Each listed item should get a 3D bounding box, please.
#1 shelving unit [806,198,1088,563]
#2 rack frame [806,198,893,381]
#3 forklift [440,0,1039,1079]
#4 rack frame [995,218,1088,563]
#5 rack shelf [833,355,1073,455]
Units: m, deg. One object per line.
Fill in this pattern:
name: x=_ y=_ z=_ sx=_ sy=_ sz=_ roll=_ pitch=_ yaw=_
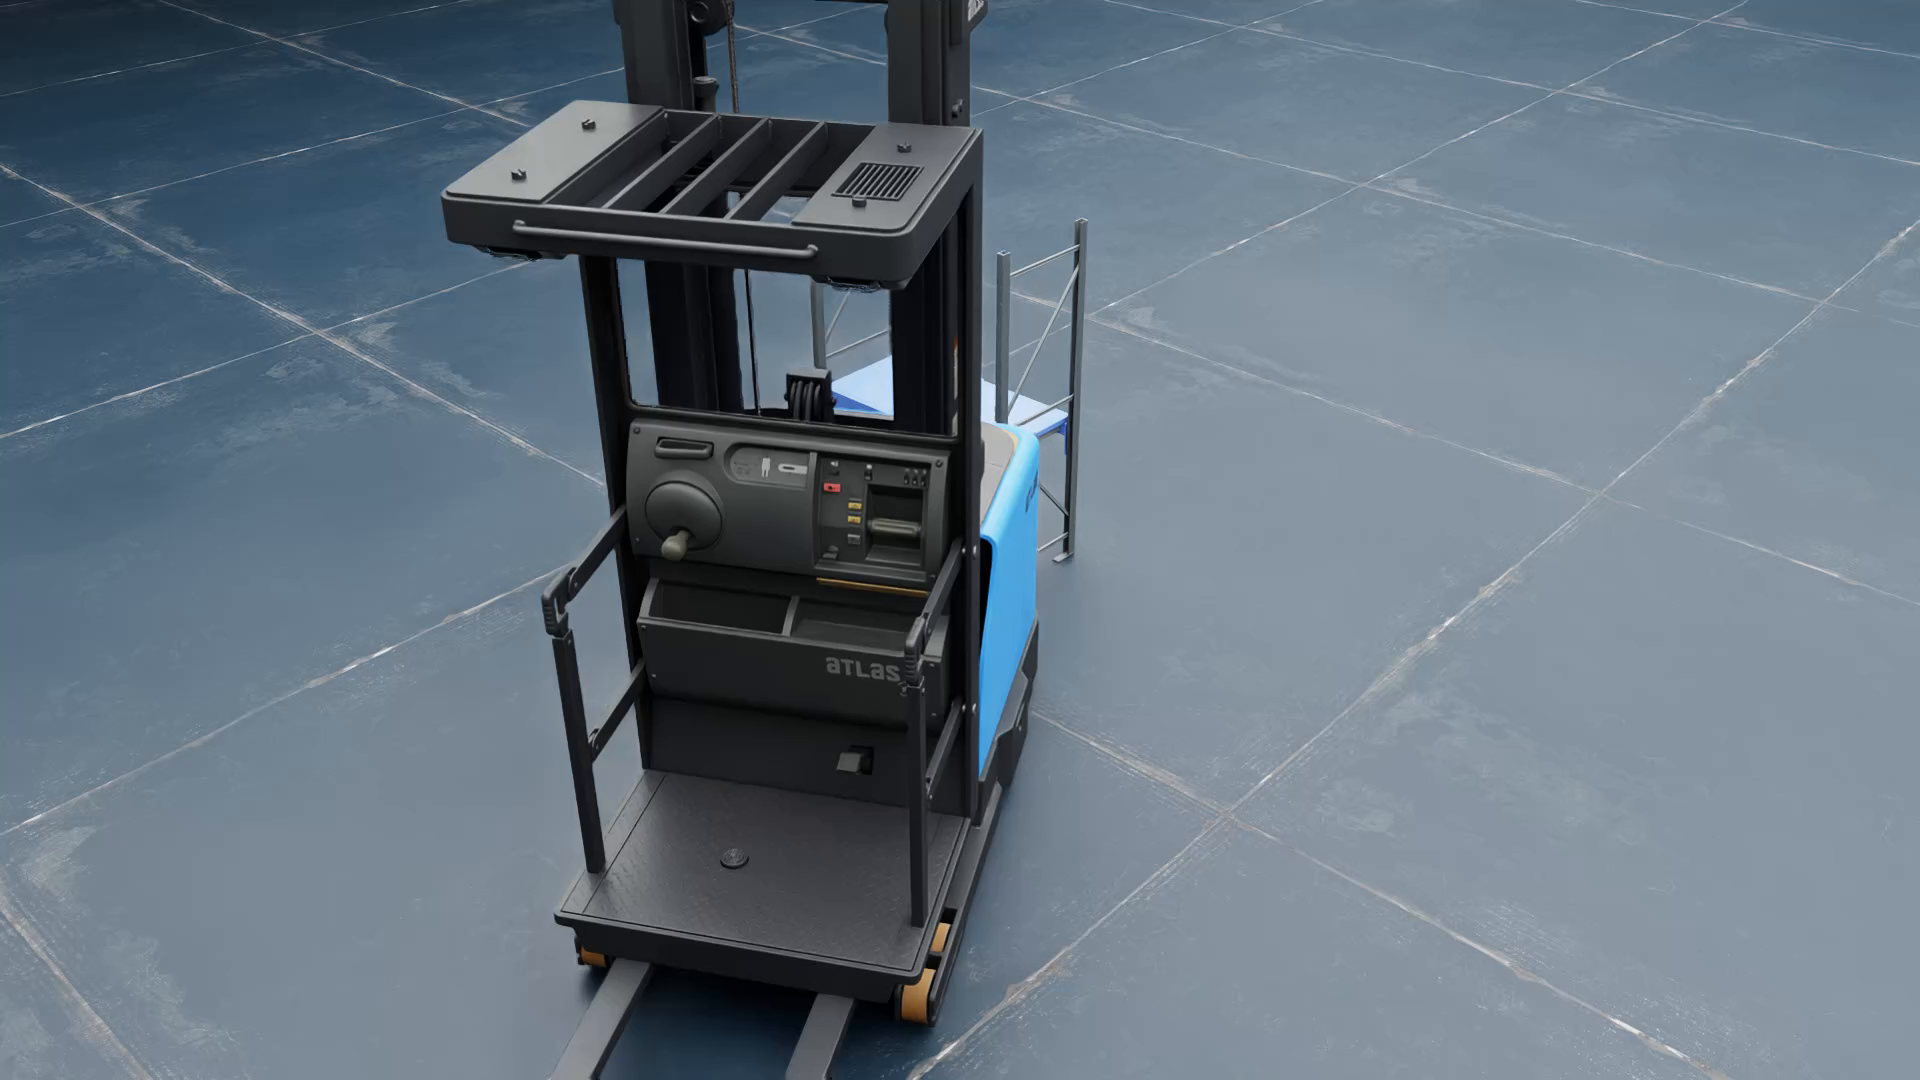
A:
shelving unit: x=-0.063 y=-0.672 z=6.912 sx=1.048 sy=1.500 sz=0.538 roll=25 pitch=39 yaw=35
rack frame: x=-0.440 y=-0.848 z=7.204 sx=0.032 sy=1.500 sz=0.500 roll=25 pitch=39 yaw=35
forklift: x=-0.538 y=-0.051 z=4.493 sx=1.130 sy=2.935 sz=3.031 roll=7 pitch=32 yaw=11
rack frame: x=0.314 y=-0.496 z=6.620 sx=0.032 sy=1.500 sz=0.500 roll=25 pitch=39 yaw=35
rack shelf: x=-0.063 y=-0.518 z=7.005 sx=1.000 sy=0.185 sz=0.538 roll=25 pitch=39 yaw=35
